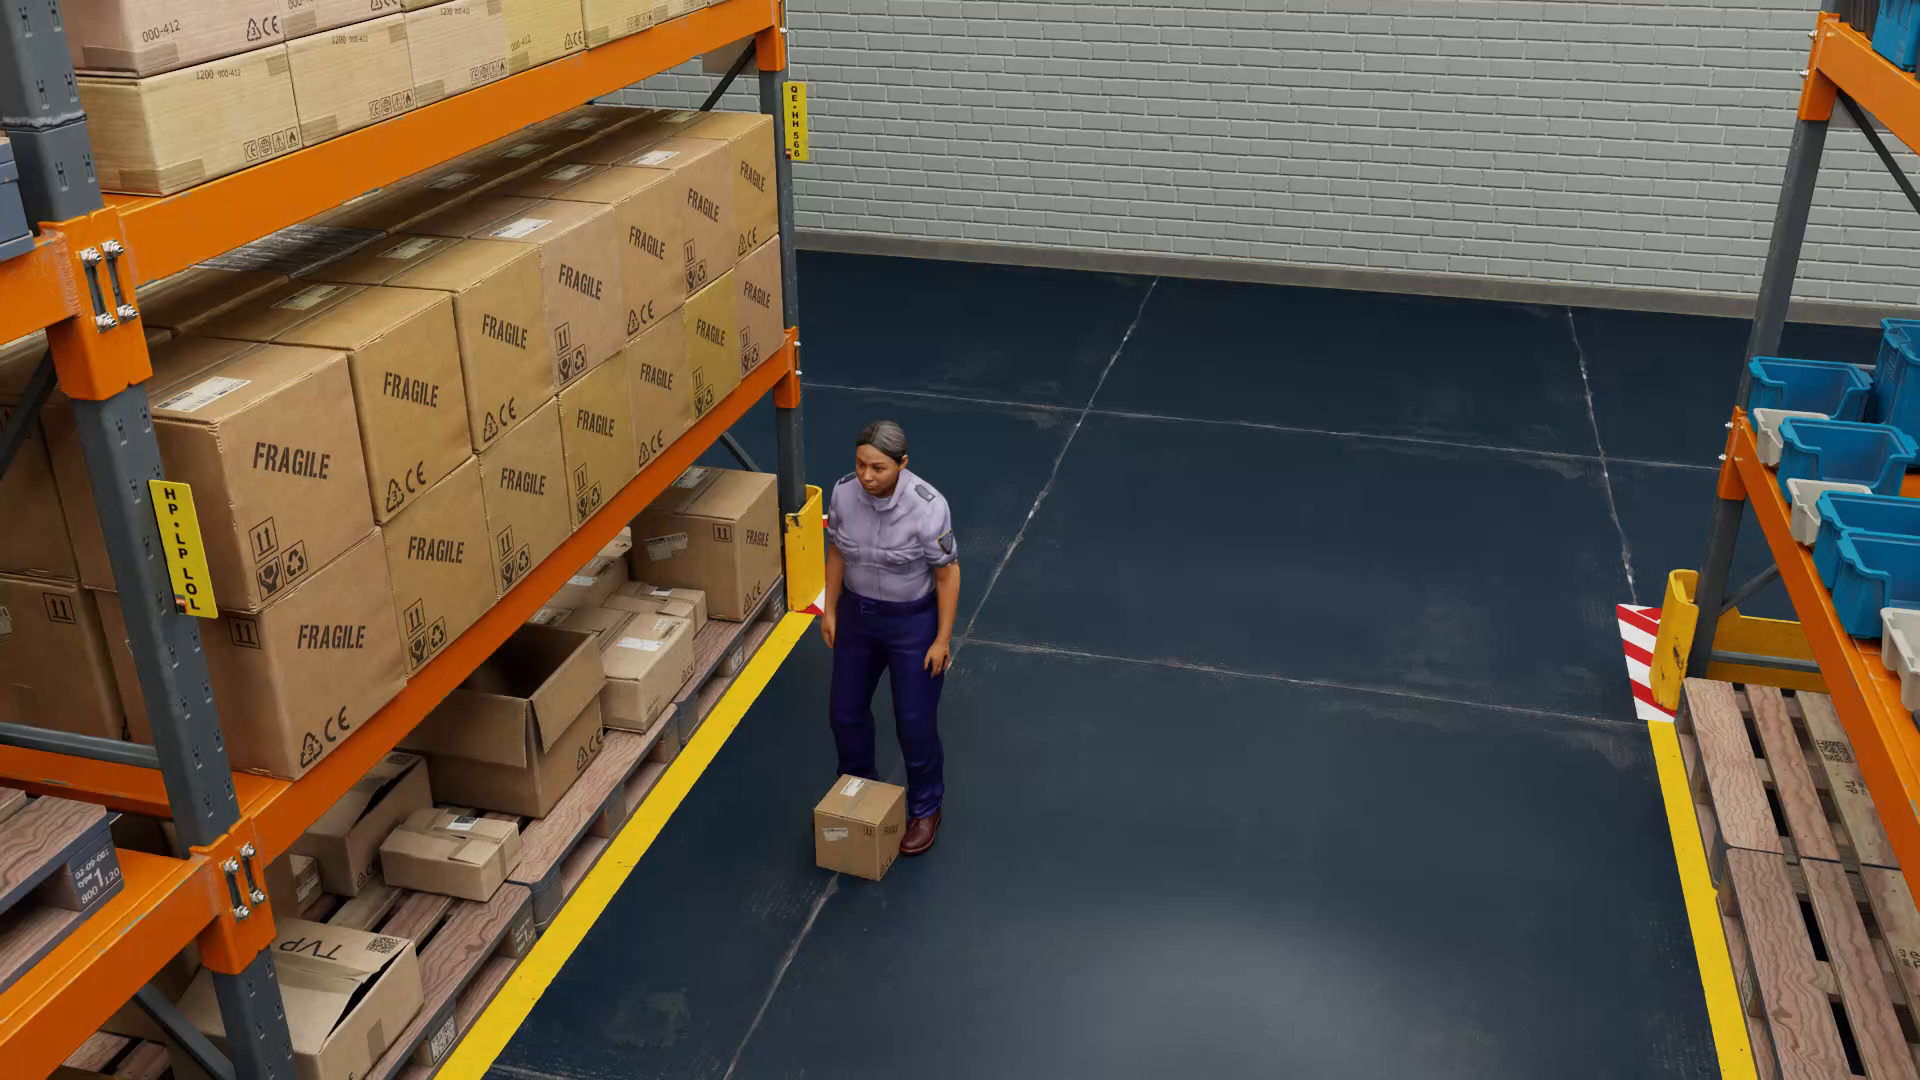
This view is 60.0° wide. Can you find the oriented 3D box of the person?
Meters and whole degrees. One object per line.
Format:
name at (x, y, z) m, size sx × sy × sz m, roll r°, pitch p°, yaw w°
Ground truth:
person at (-0.260, 0.320, 5.953) m, size 0.538 × 1.647 × 0.370 m, roll 12°, pitch 28°, yaw 23°
